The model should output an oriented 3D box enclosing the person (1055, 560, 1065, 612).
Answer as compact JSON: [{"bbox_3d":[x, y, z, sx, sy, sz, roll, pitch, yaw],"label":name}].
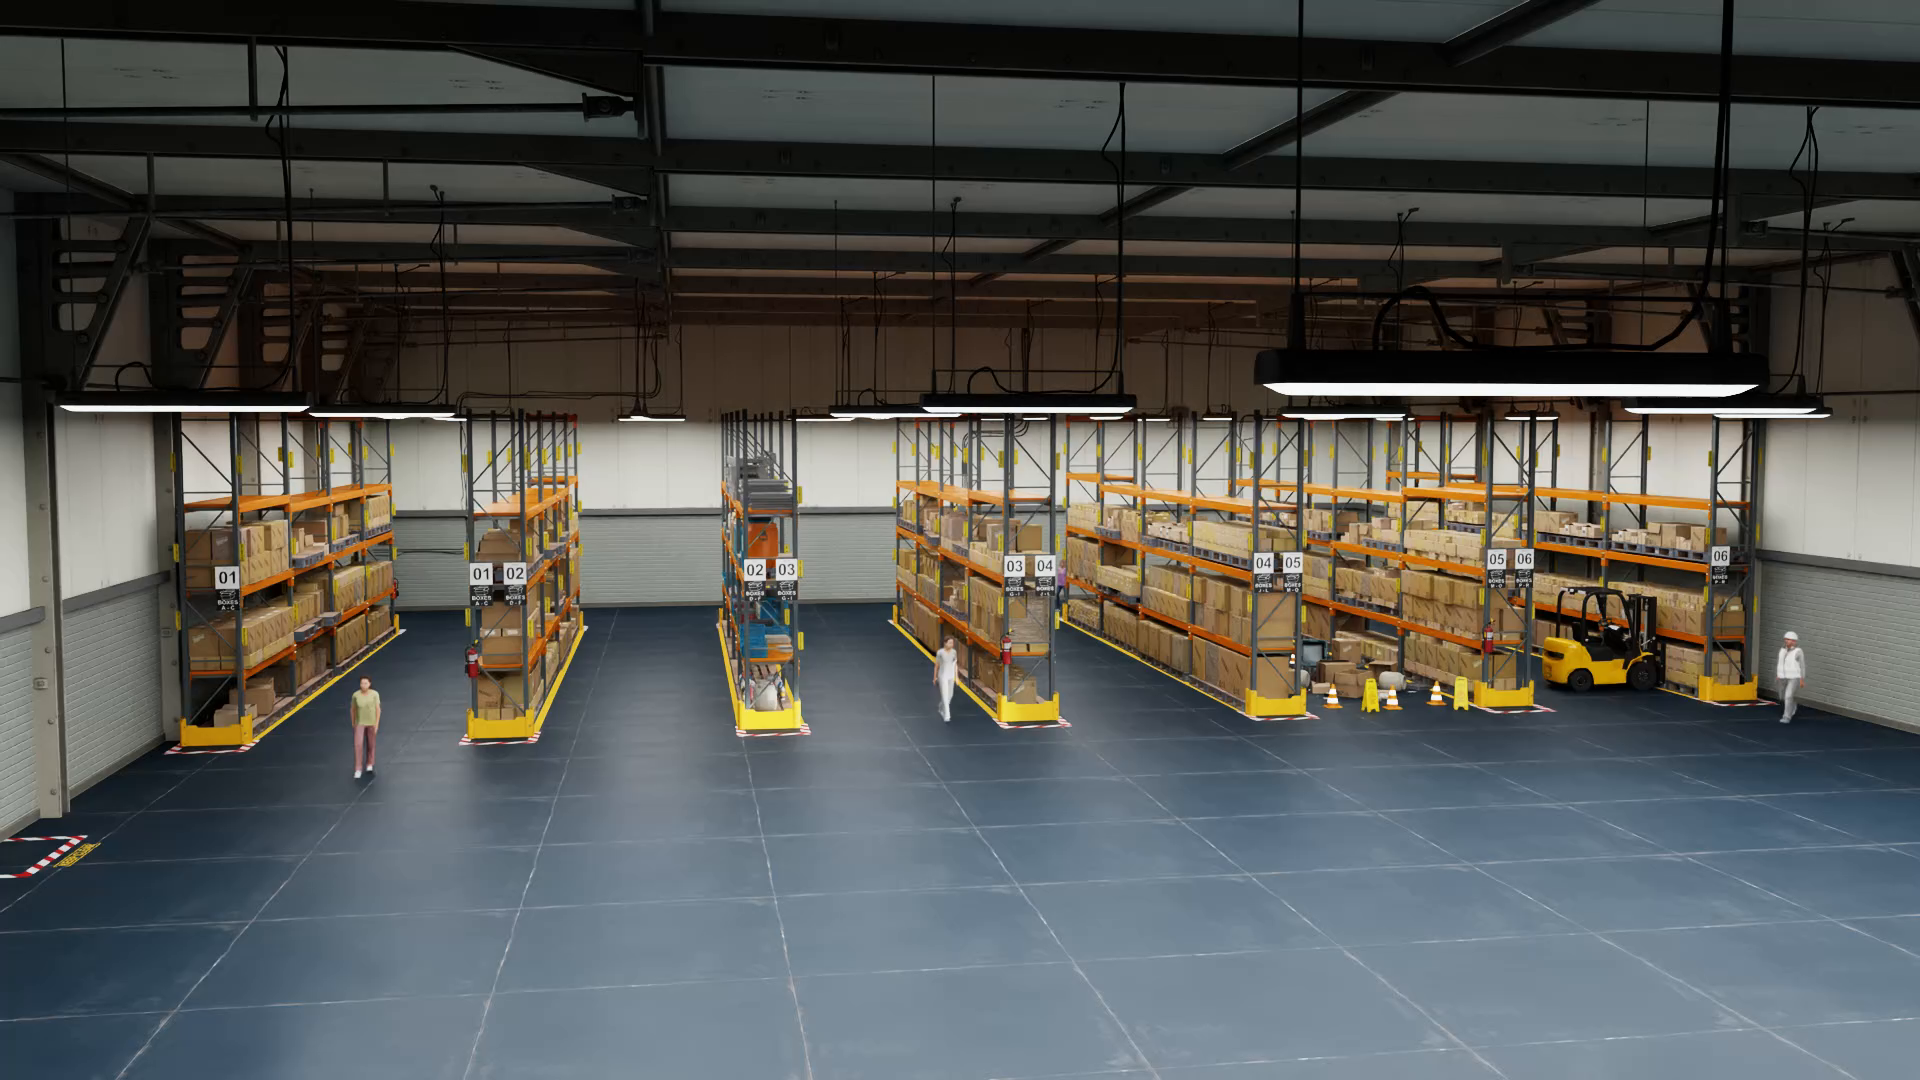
[{"bbox_3d":[3.103,1.425,50.601,0.467,1.597,0.694,2,5,29],"label":"person"}]

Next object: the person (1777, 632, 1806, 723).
[{"bbox_3d":[15.949,2.621,31.882,0.919,1.744,0.536,-3,5,-38],"label":"person"}]

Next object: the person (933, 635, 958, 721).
[{"bbox_3d":[-0.275,2.661,32.210,0.456,1.647,0.869,-2,5,-30],"label":"person"}]

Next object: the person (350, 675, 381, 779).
[{"bbox_3d":[-9.643,3.004,27.008,0.459,1.620,0.964,-2,4,-23],"label":"person"}]
